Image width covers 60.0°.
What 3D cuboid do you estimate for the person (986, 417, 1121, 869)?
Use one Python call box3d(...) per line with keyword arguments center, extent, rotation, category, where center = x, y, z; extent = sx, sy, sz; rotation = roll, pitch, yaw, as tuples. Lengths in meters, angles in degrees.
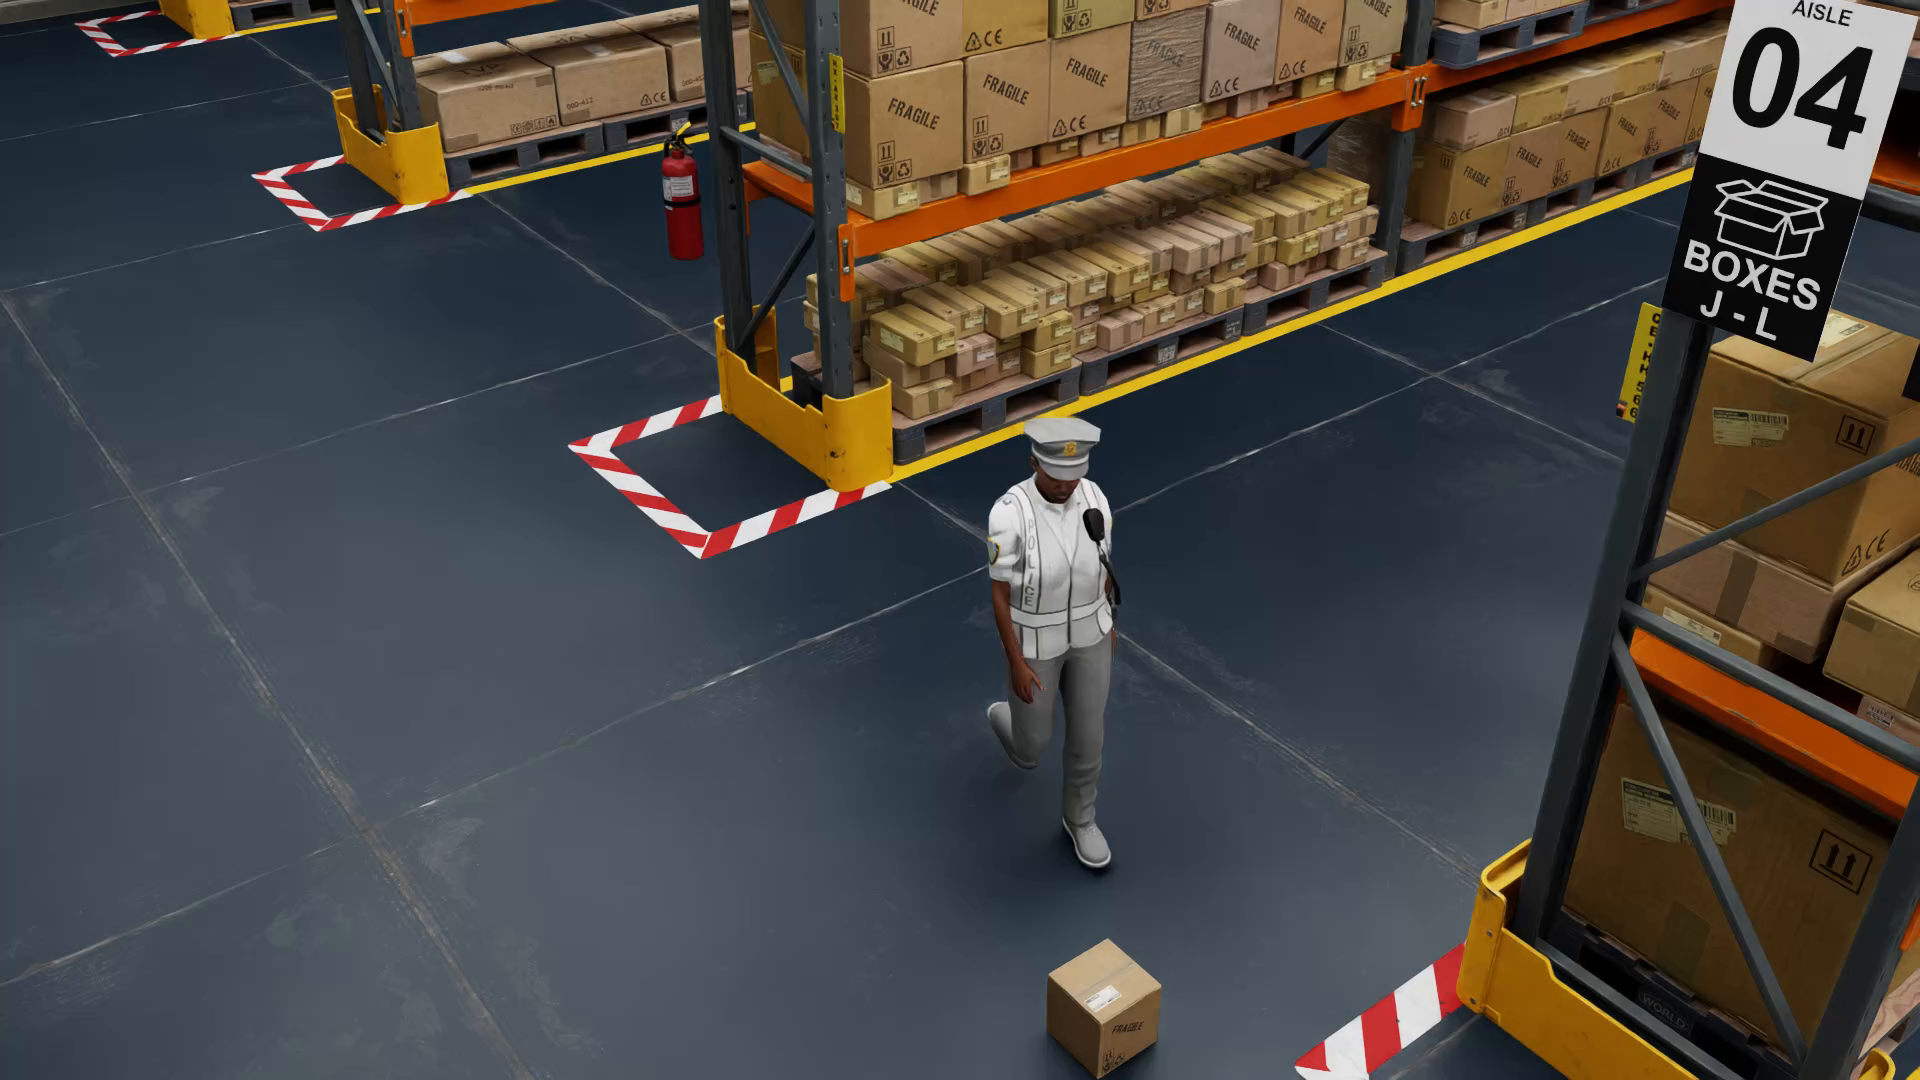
box3d(center=(0.319, 0.309, 5.632), extent=(0.486, 1.638, 0.673), rotation=(-9, 33, -14), category="person")
